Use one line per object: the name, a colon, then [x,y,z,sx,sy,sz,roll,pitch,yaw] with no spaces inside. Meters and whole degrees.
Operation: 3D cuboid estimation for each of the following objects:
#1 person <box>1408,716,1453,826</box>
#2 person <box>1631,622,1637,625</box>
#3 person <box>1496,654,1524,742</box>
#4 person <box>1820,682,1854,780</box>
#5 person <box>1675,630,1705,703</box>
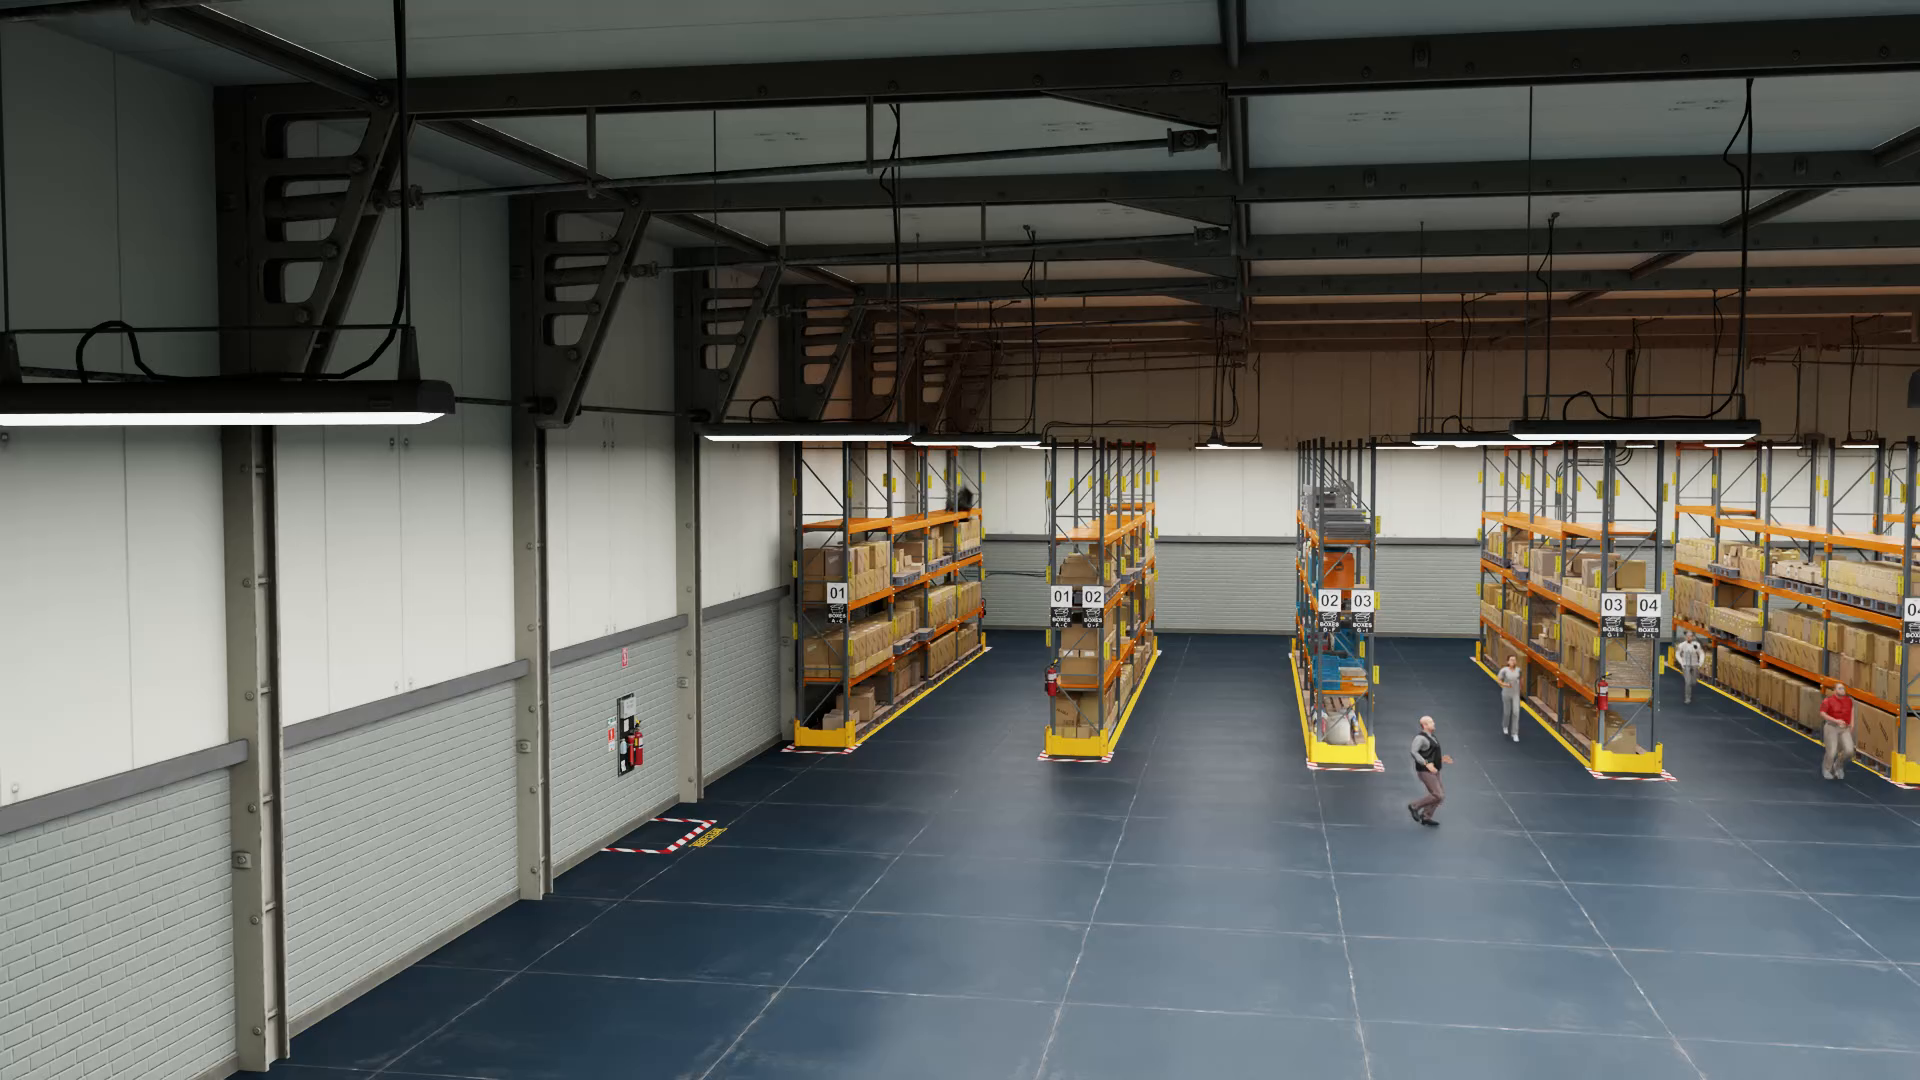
person: [7.206,3.535,25.421,0.558,1.674,0.656,2,4,34]
person: [17.773,2.519,44.615,0.808,1.736,0.794,3,4,43]
person: [11.002,3.122,33.244,0.561,1.687,0.891,0,3,8]
person: [15.350,3.381,29.004,0.691,1.648,0.666,0,3,-3]
person: [16.738,2.882,38.155,0.626,1.681,0.621,1,3,17]
